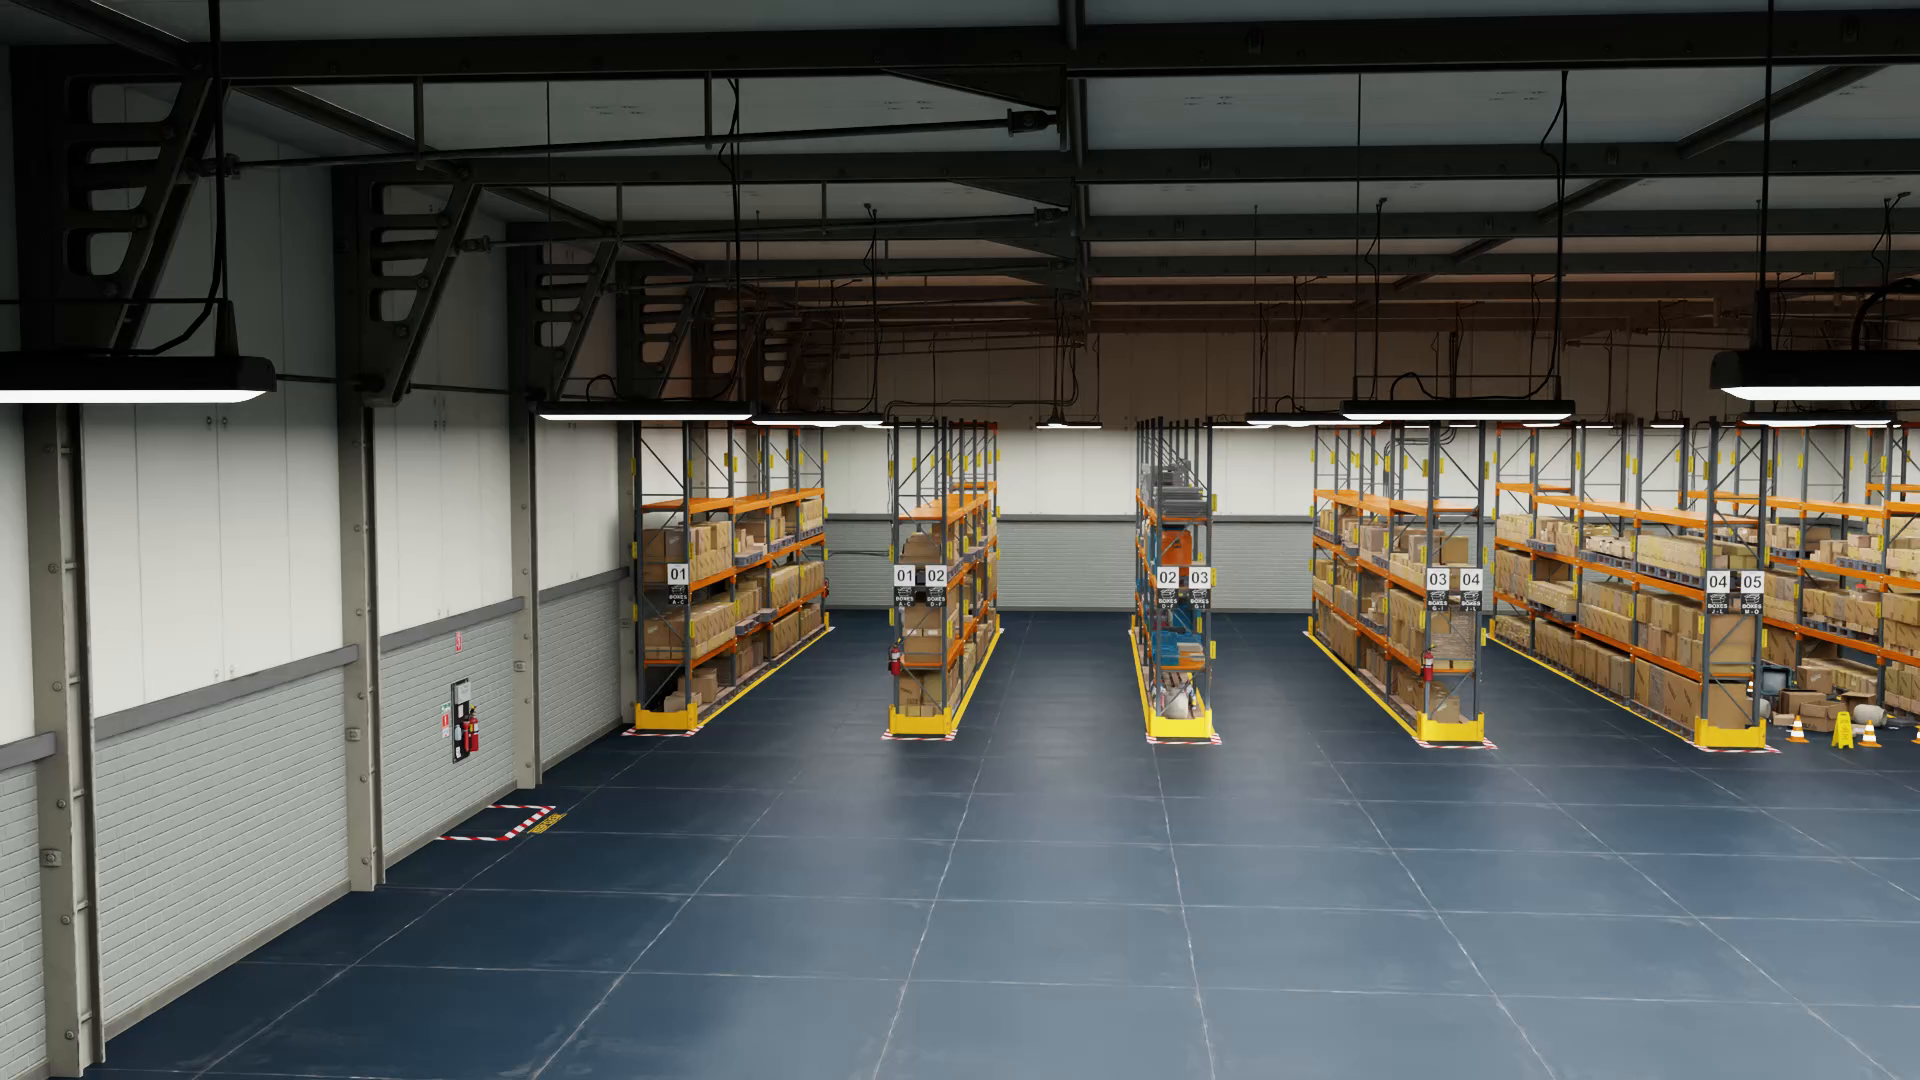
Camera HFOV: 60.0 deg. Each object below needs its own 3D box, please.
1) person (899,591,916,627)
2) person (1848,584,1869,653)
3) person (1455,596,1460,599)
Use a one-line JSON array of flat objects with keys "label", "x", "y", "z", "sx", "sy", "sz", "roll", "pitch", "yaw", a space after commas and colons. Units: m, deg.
[{"label": "person", "x": -1.445, "y": 1.905, "z": 45.640, "sx": 0.693, "sy": 1.685, "sz": 0.646, "roll": 1, "pitch": 4, "yaw": 13}, {"label": "person", "x": 23.304, "y": 2.027, "z": 42.933, "sx": 0.516, "sy": 1.785, "sz": 0.541, "roll": -2, "pitch": 4, "yaw": -26}, {"label": "person", "x": 13.551, "y": 1.932, "z": 44.656, "sx": 0.509, "sy": 1.707, "sz": 1.058, "roll": 0, "pitch": 4, "yaw": 2}]
